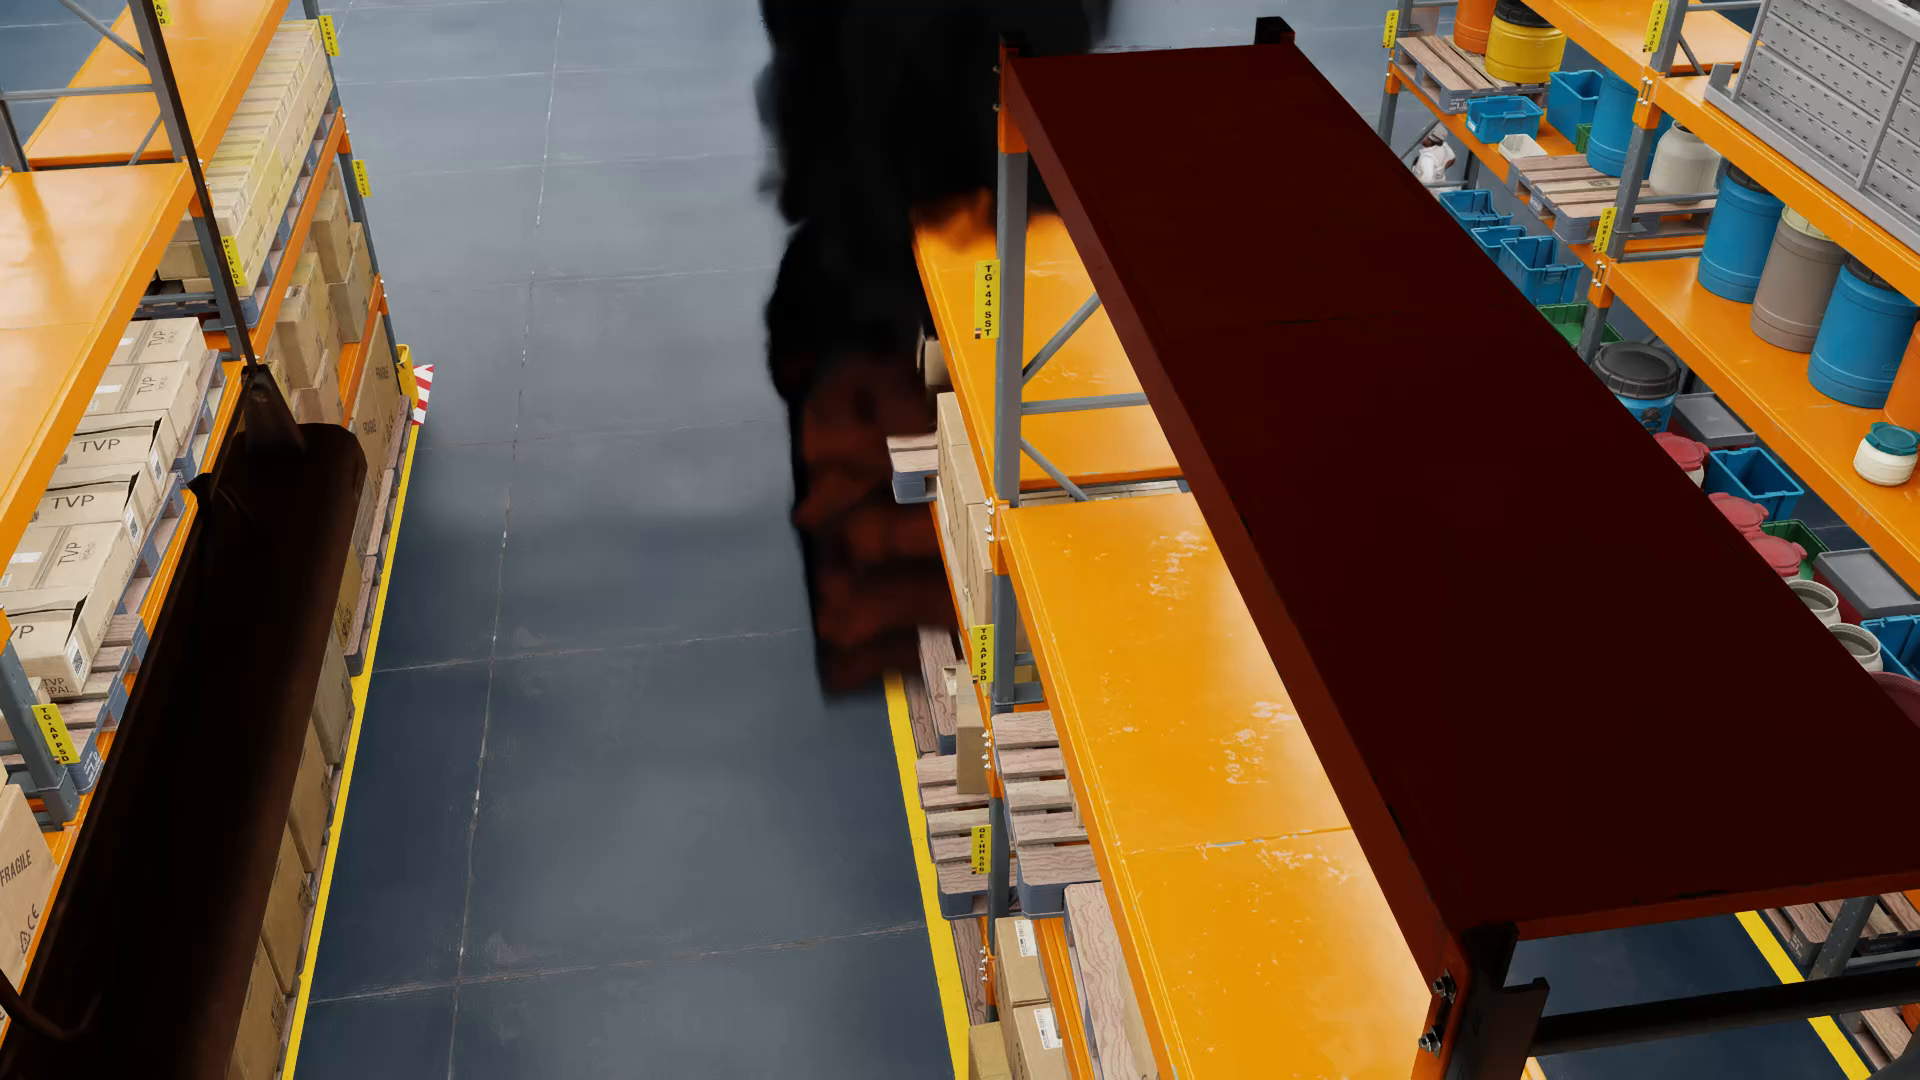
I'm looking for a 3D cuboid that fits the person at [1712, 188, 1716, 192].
[{"bbox_3d":[7.925,-4.309,17.950,0.905,1.690,0.624,18,40,22],"label":"person"}]

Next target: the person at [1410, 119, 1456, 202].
[{"bbox_3d":[4.790,-3.508,16.876,0.566,1.608,0.646,21,41,26],"label":"person"}]
